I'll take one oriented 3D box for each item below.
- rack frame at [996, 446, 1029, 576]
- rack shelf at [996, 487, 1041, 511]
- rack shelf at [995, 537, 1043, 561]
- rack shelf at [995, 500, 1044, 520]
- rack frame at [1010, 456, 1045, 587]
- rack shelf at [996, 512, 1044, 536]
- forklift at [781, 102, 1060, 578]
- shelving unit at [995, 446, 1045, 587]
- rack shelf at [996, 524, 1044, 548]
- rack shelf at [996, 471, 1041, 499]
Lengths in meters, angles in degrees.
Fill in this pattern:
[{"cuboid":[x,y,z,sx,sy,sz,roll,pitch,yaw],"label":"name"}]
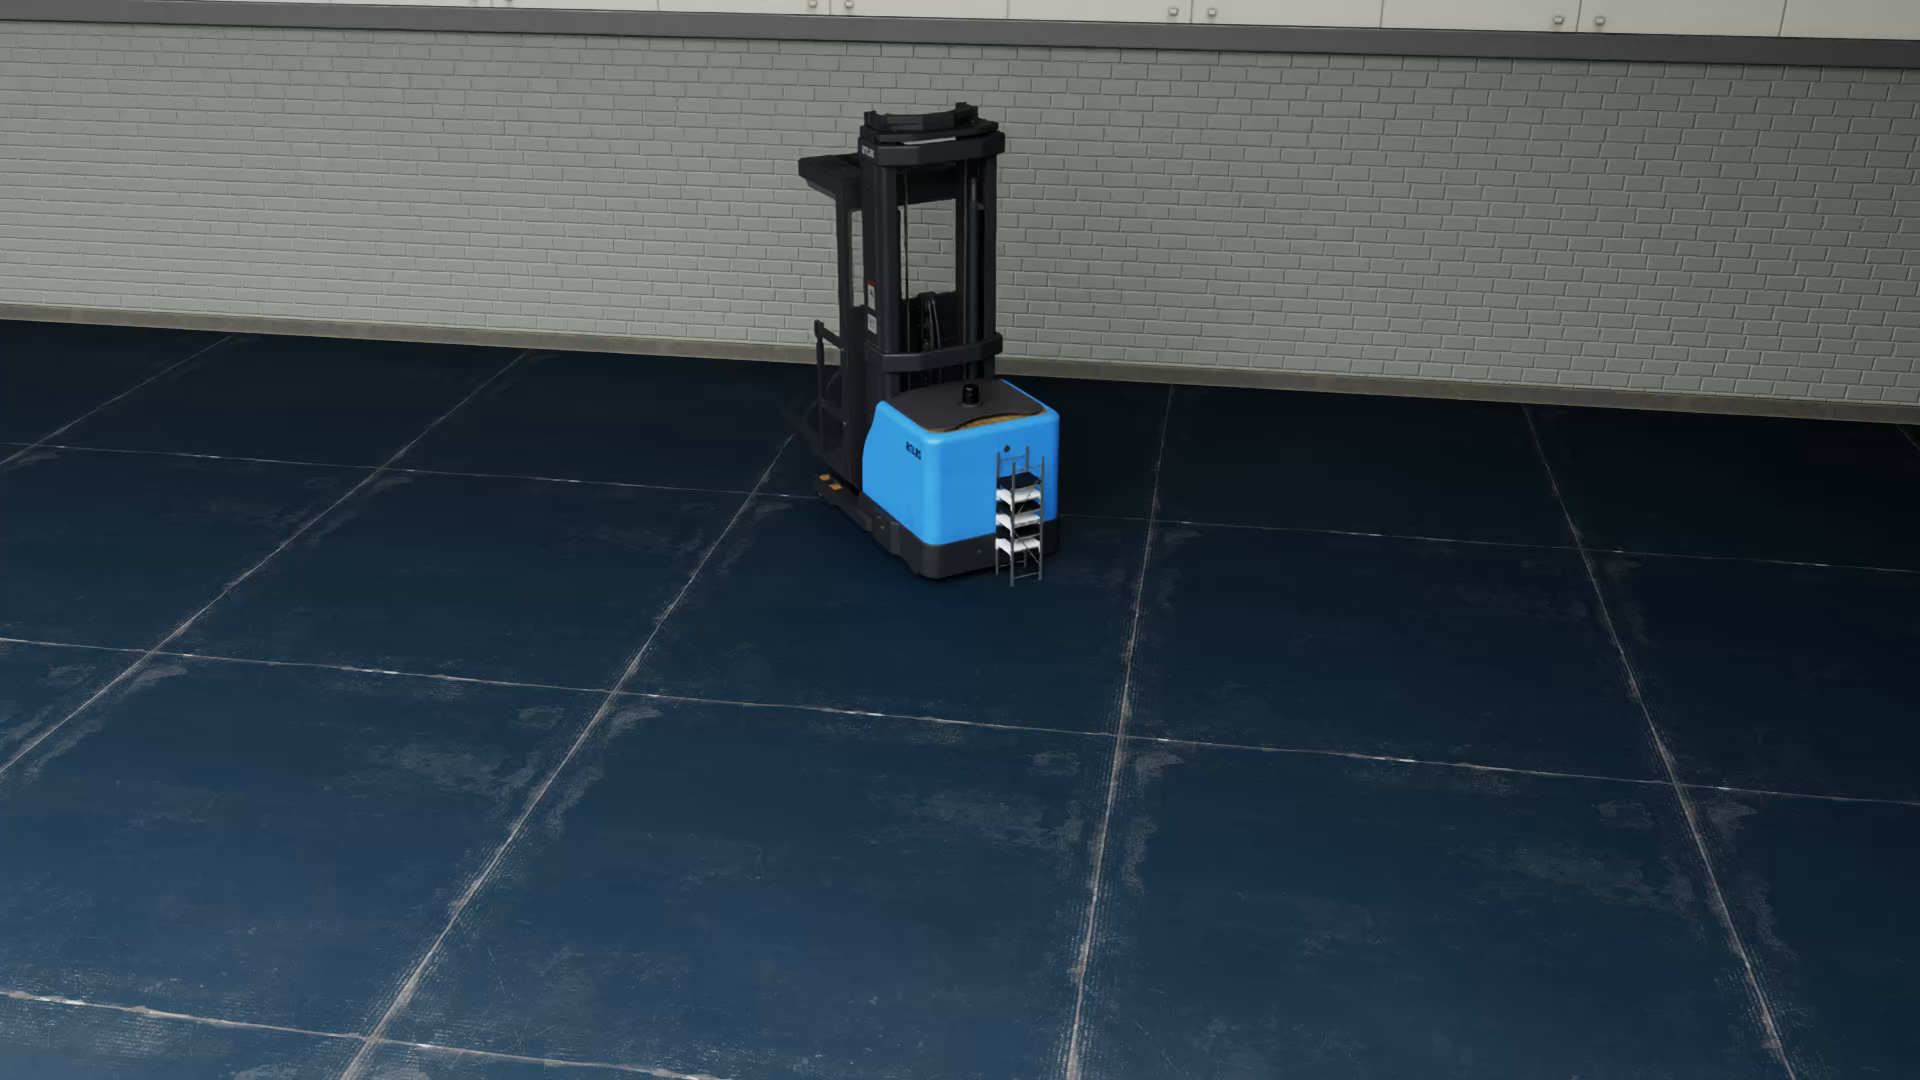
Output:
[{"cuboid":[0.349,-0.190,11.139,0.240,0.900,0.006,-13,28,-25],"label":"rack frame"},{"cuboid":[0.397,-0.285,10.996,0.258,0.077,0.200,-13,28,-25],"label":"rack shelf"},{"cuboid":[0.397,0.041,11.148,0.258,0.077,0.200,-13,28,-25],"label":"rack shelf"},{"cuboid":[0.397,-0.204,11.034,0.258,0.077,0.200,-13,28,-25],"label":"rack shelf"},{"cuboid":[0.444,-0.114,10.976,0.240,0.900,0.006,-13,28,-25],"label":"rack frame"},{"cuboid":[0.397,-0.122,11.072,0.258,0.077,0.200,-13,28,-25],"label":"rack shelf"},{"cuboid":[-0.449,-1.661,11.885,1.130,2.935,3.031,-13,28,-25],"label":"forklift"},{"cuboid":[0.397,-0.152,11.058,0.258,0.900,0.210,-13,28,-25],"label":"shelving unit"},{"cuboid":[0.397,-0.040,11.110,0.258,0.077,0.200,-13,28,-25],"label":"rack shelf"},{"cuboid":[0.397,-0.367,10.958,0.258,0.077,0.200,-13,28,-25],"label":"rack shelf"}]
